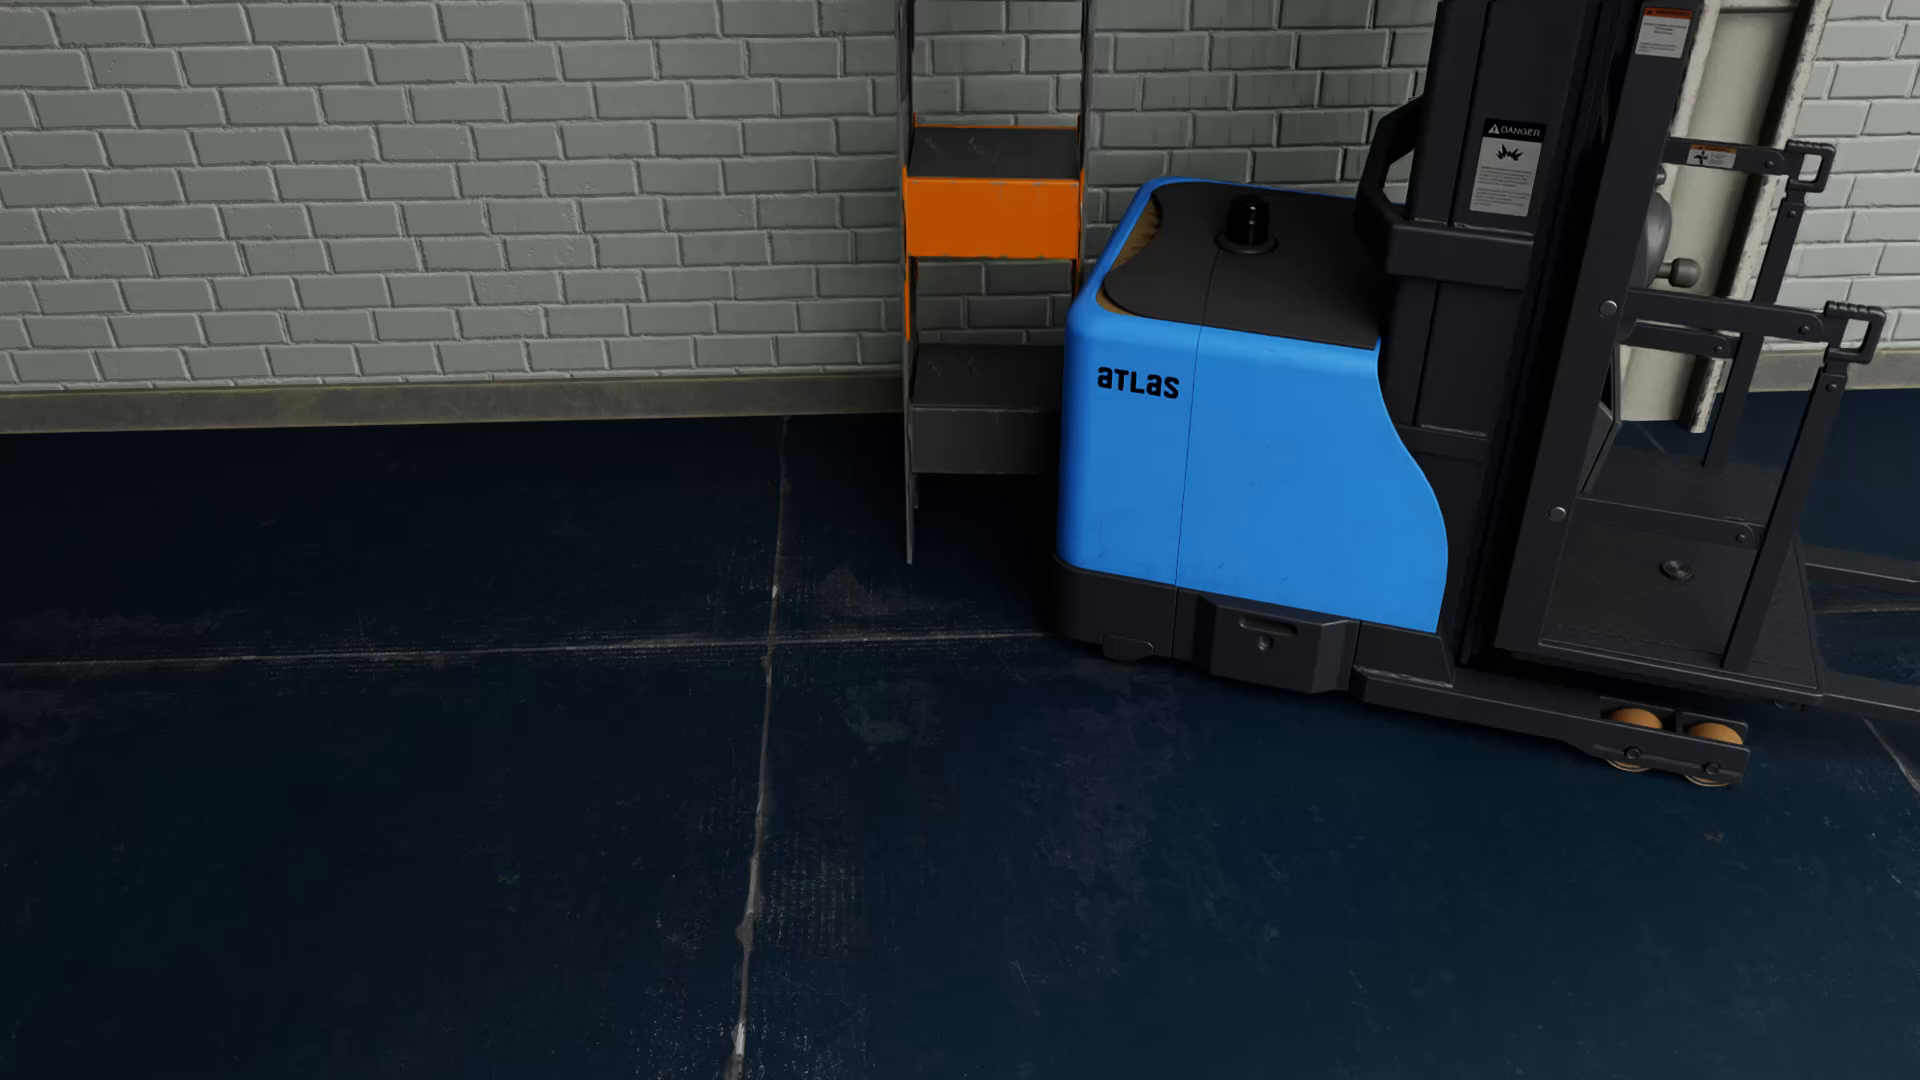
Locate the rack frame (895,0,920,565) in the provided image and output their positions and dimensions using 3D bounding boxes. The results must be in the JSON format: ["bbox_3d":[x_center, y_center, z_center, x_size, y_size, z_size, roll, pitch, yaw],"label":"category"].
[{"bbox_3d":[-0.148,-0.901,4.706,0.015,2.100,0.400,1,35,2],"label":"rack frame"}]

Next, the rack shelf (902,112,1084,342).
[{"bbox_3d":[0.096,-0.884,4.706,0.480,0.518,0.431,1,35,2],"label":"rack shelf"}]

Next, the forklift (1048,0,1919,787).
[{"bbox_3d":[1.830,-0.903,3.980,3.031,2.935,1.130,10,36,14],"label":"forklift"}]

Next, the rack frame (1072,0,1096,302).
[{"bbox_3d":[0.339,-0.889,4.690,0.015,2.100,0.400,1,35,2],"label":"rack frame"}]

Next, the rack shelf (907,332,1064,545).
[{"bbox_3d":[0.096,-0.308,5.104,0.480,0.518,0.431,1,35,2],"label":"rack shelf"}]

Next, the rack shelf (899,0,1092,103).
[{"bbox_3d":[0.096,-1.459,4.307,0.480,0.518,0.431,1,35,2],"label":"rack shelf"}]

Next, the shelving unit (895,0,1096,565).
[{"bbox_3d":[0.096,-0.895,4.698,0.503,2.100,0.431,1,35,2],"label":"shelving unit"}]
